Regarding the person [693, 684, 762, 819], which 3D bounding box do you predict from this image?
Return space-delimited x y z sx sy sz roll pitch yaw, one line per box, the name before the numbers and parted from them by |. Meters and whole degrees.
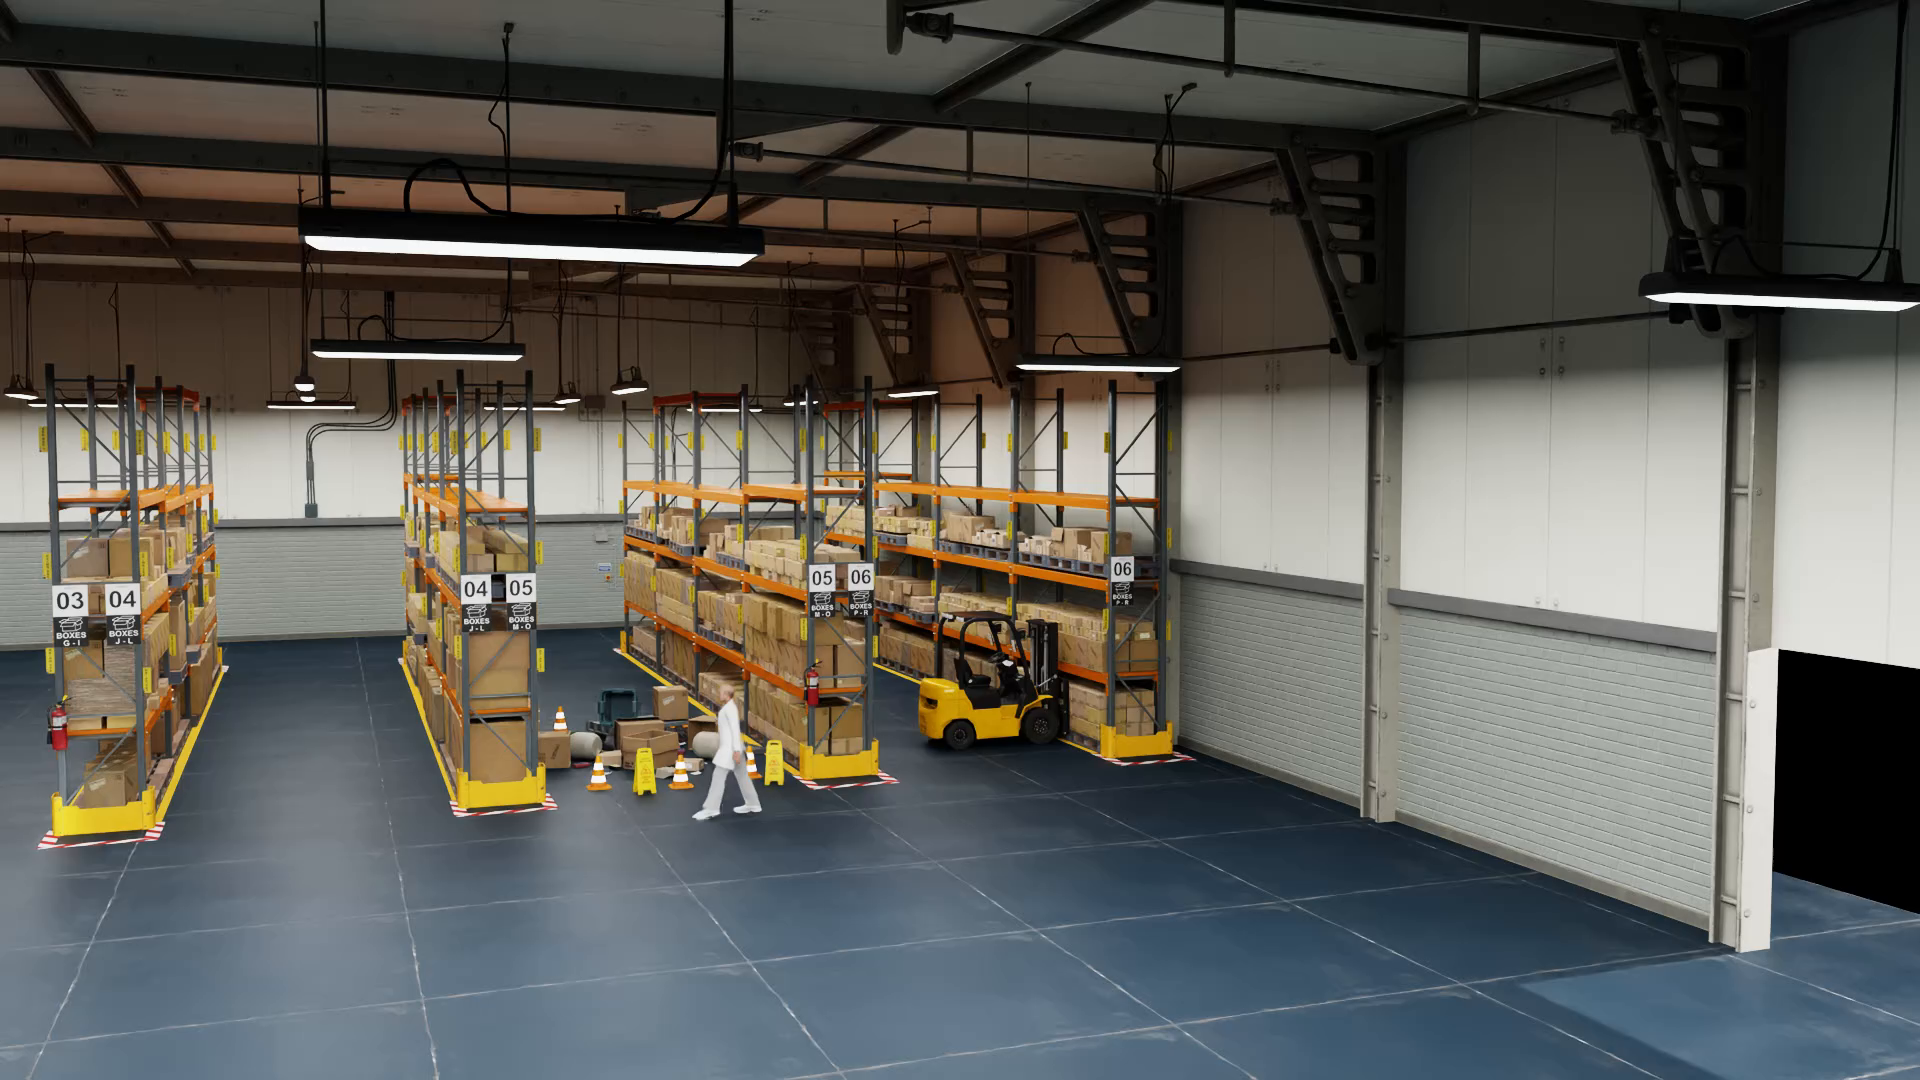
person | -3.112 2.813 22.300 0.886 1.764 0.607 0 3 -1
